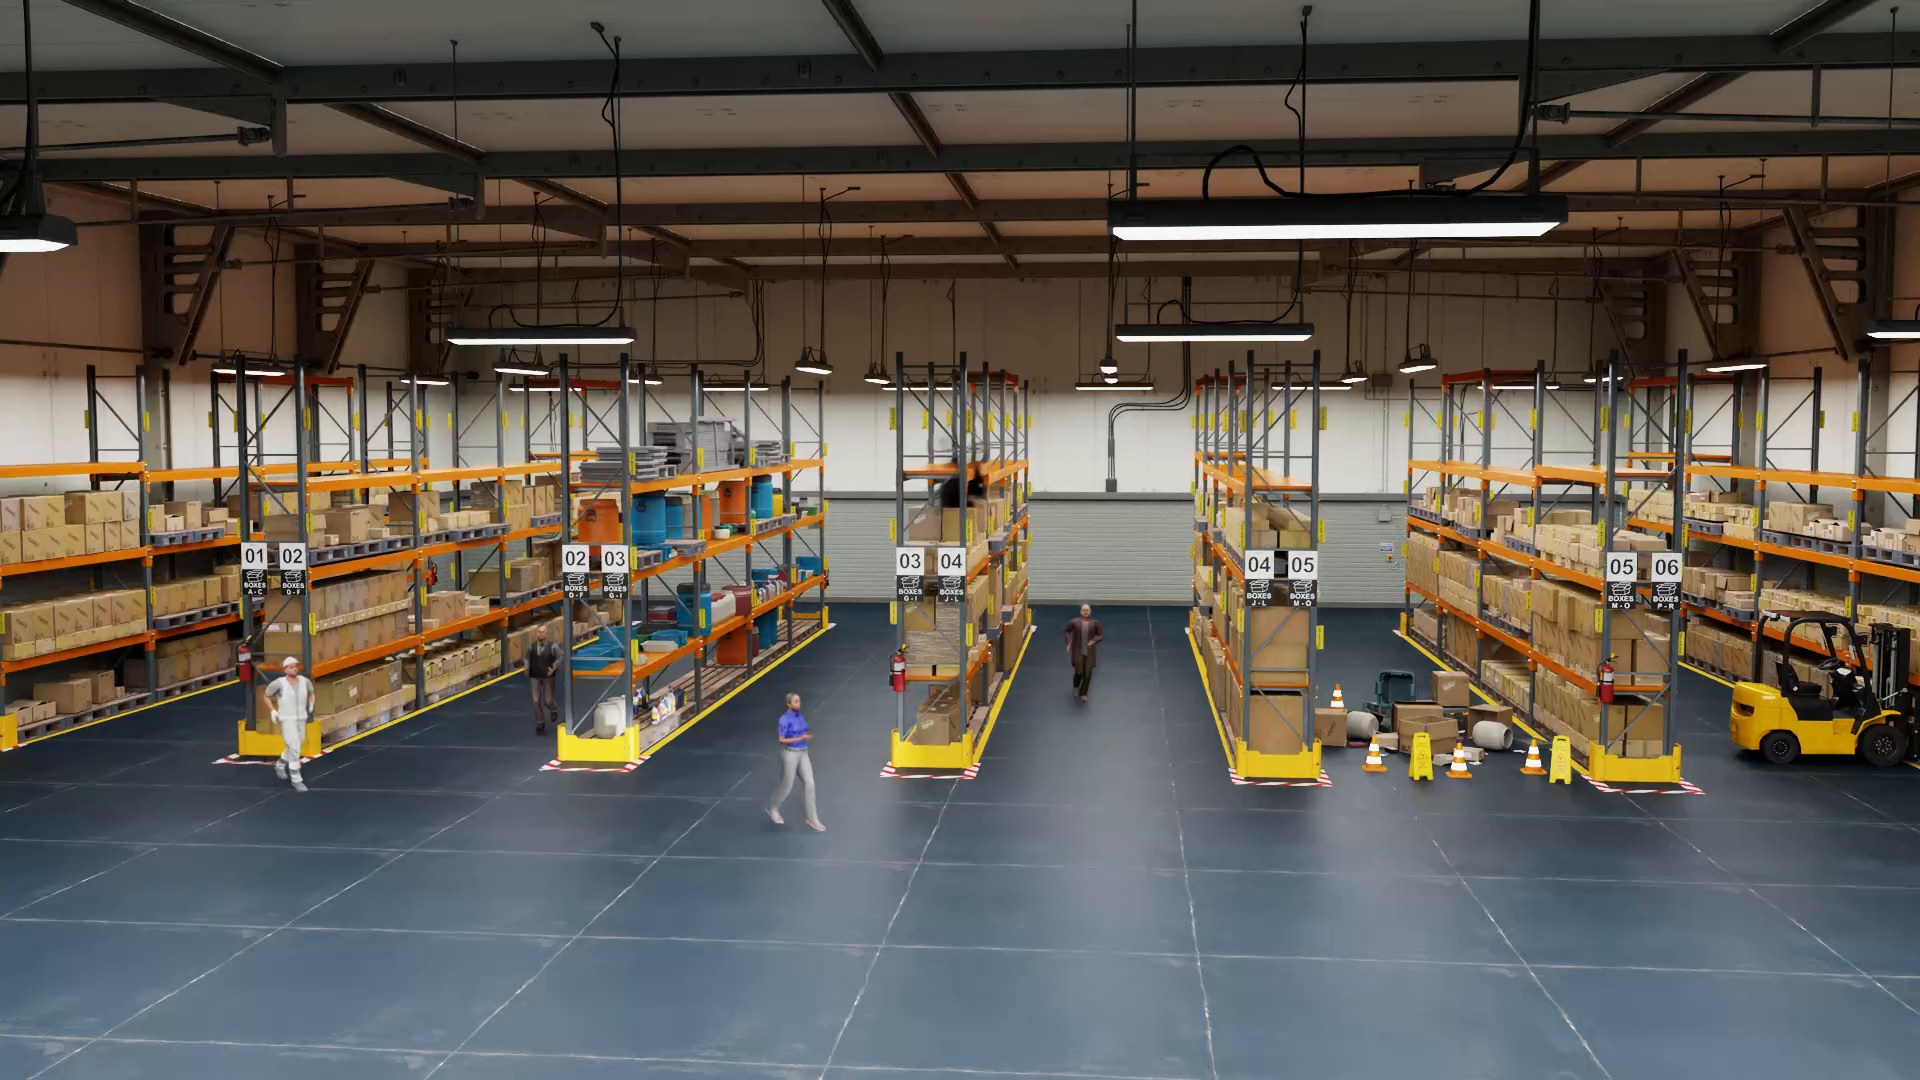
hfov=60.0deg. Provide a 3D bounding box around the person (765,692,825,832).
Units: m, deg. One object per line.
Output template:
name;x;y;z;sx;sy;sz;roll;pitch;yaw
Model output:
person;-2.033;2.701;20.404;0.850;1.679;0.570;3;5;37

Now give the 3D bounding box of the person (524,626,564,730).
person;-6.797;2.241;27.099;0.659;1.671;0.614;0;4;1

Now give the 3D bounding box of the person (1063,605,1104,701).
person;2.222;2.023;29.677;0.703;1.736;0.638;0;4;-4

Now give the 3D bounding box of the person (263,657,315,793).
person;-9.138;2.491;22.731;0.860;1.824;0.648;3;5;38
